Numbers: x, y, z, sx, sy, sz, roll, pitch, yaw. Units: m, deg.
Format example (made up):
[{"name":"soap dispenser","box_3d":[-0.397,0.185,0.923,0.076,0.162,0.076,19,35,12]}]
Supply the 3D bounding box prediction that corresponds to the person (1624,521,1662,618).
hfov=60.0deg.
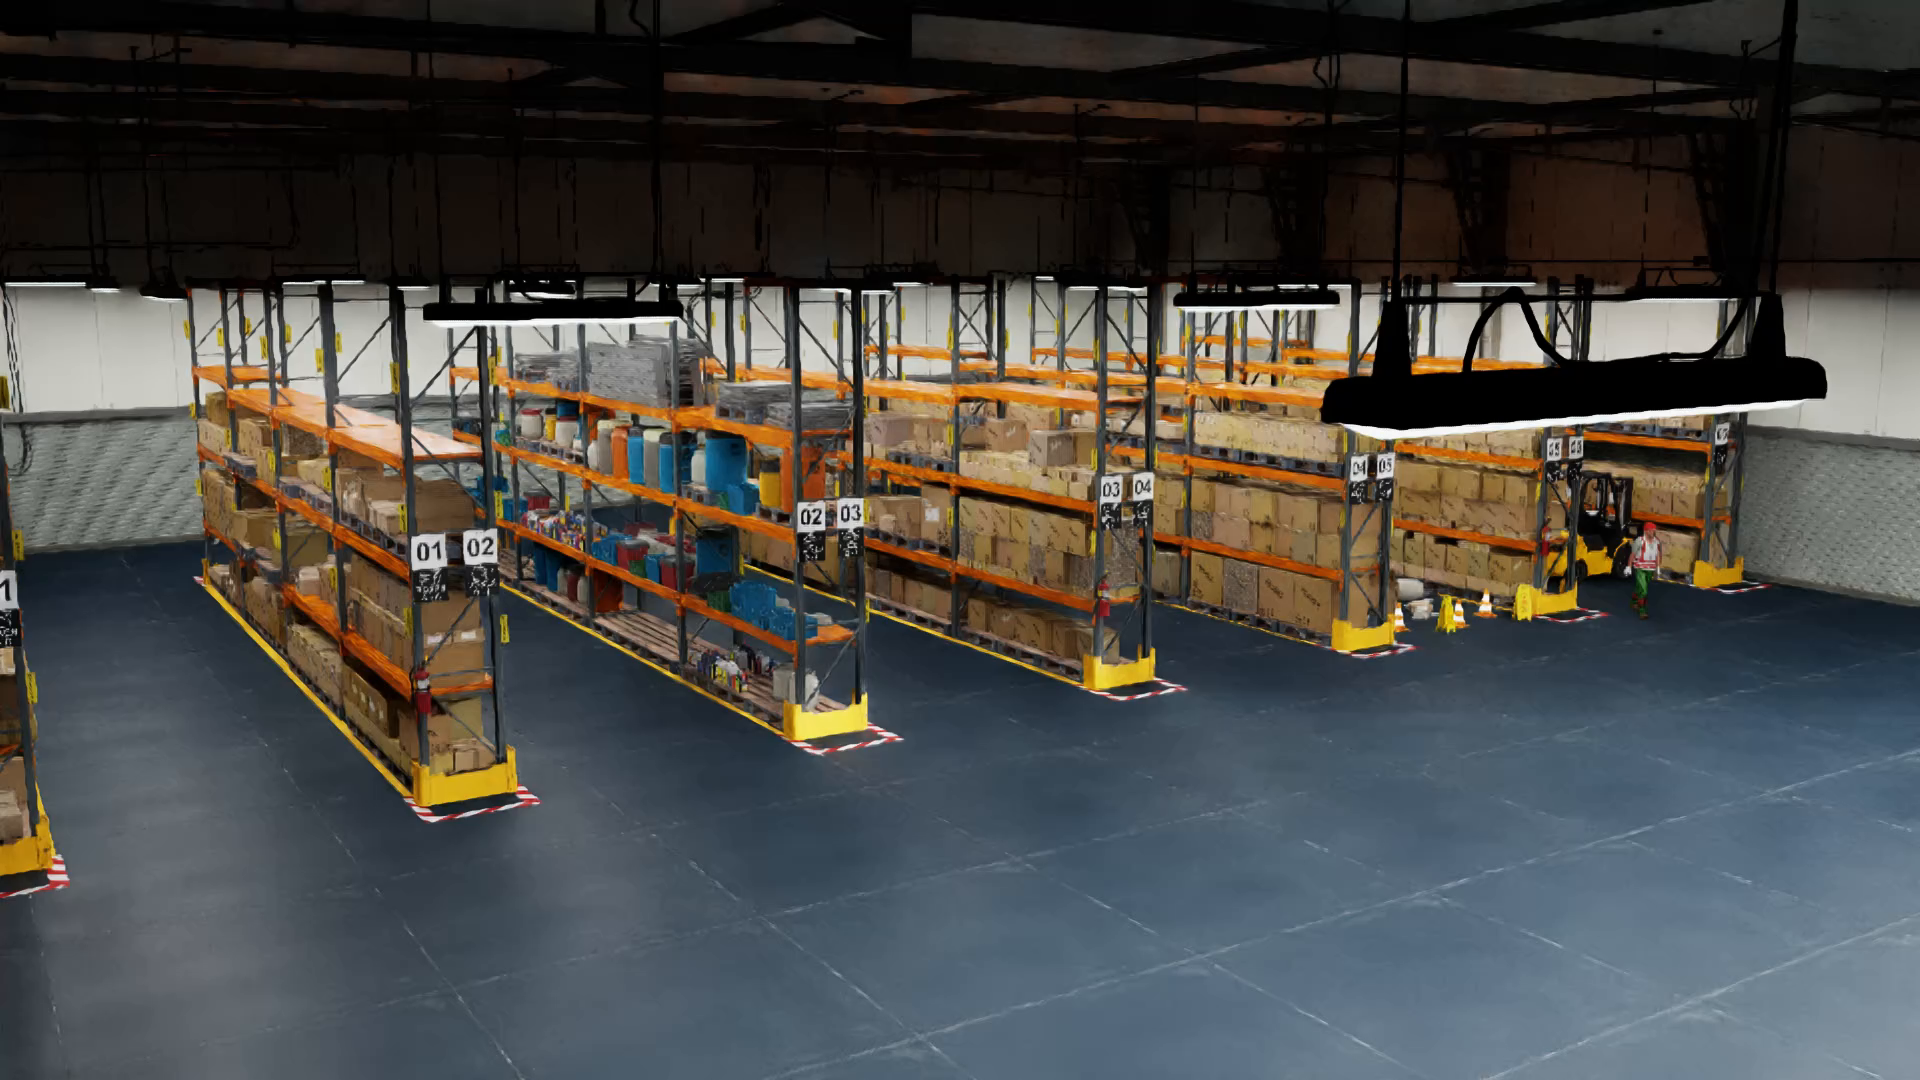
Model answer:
[{"name":"person","box_3d":[12.282,0.503,29.856,0.598,1.734,0.988,-2,10,-12]}]

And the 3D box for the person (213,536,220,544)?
[{"name":"person","box_3d":[-16.422,-0.769,37.247,0.515,1.762,0.690,3,10,18]}]
